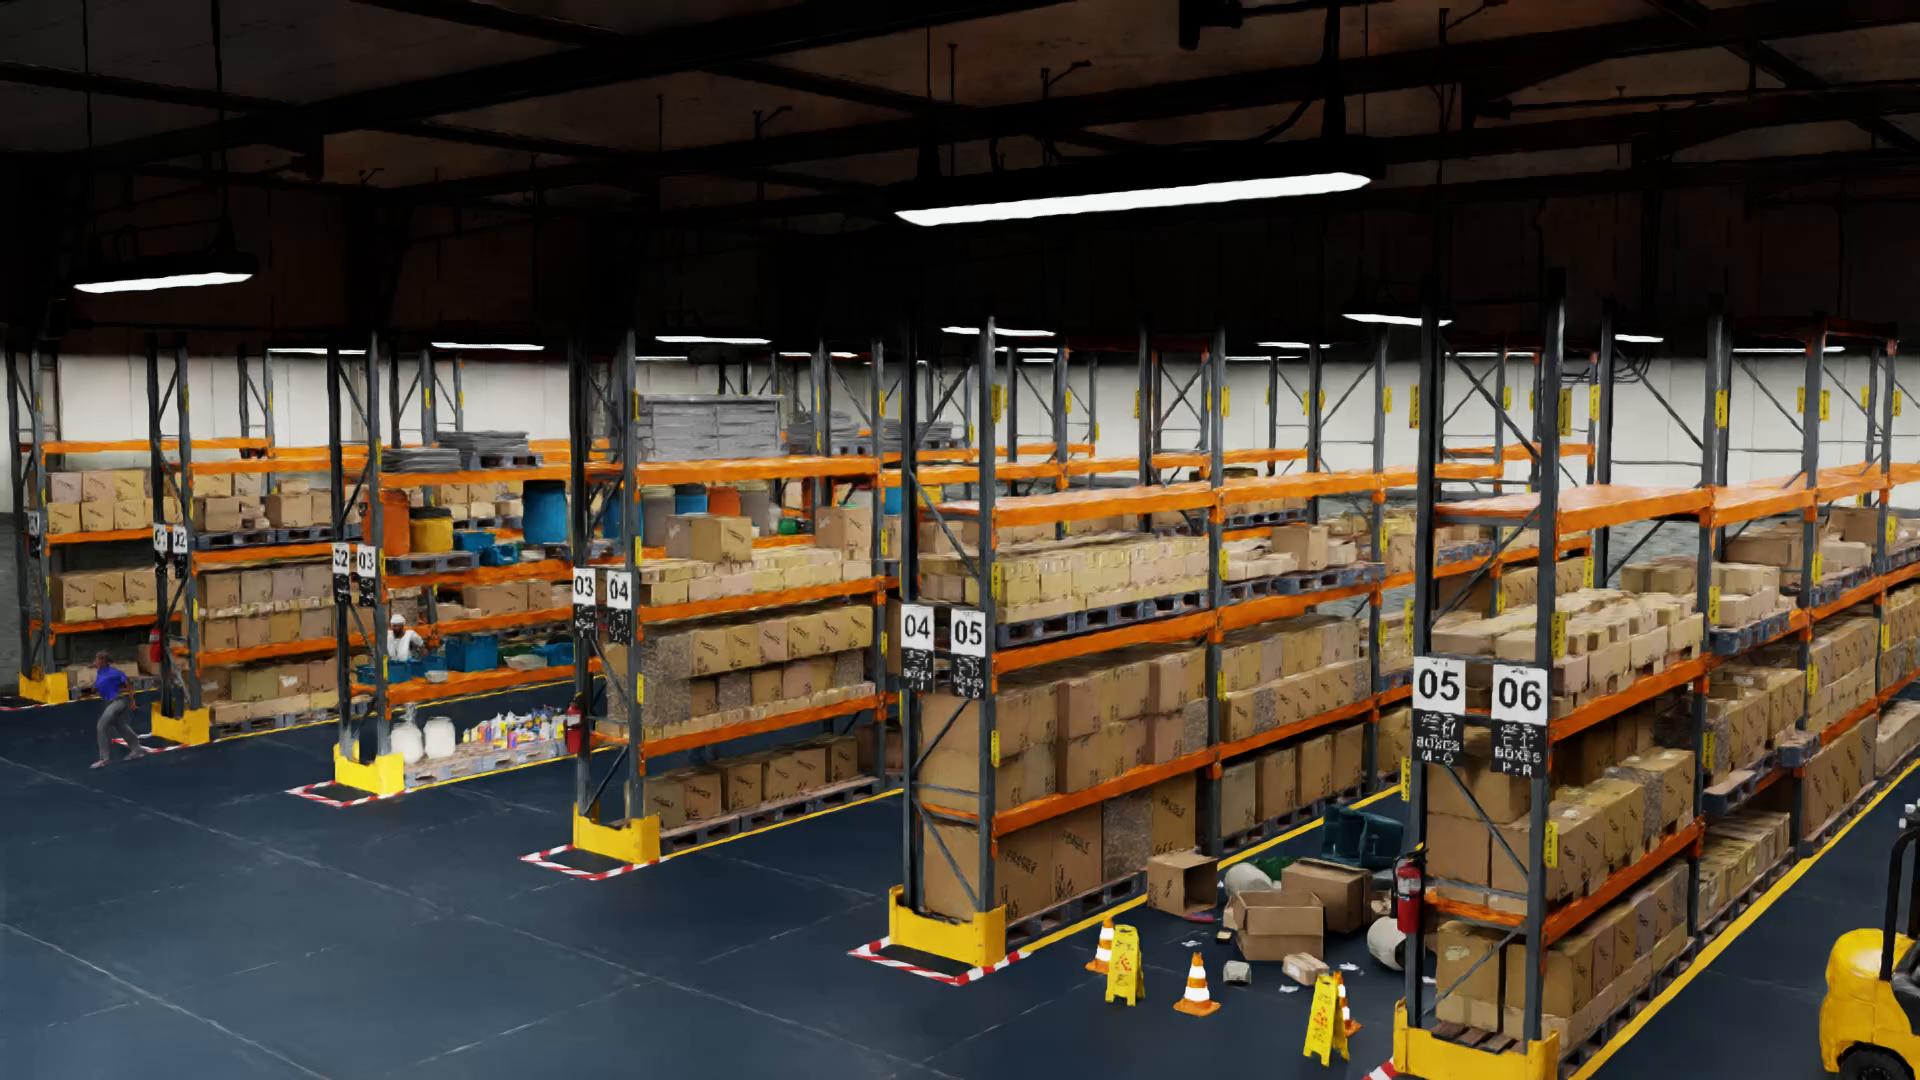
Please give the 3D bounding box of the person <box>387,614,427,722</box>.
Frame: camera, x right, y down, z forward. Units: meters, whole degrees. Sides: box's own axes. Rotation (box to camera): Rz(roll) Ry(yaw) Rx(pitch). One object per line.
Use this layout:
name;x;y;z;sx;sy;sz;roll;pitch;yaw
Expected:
person;-8.596;1.983;25.743;0.701;1.714;0.817;2;5;20

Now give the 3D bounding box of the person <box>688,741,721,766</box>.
person;-3.292;2.392;21.440;0.719;1.715;0.578;4;7;39

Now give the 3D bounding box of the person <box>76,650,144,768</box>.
person;-11.742;2.303;23.036;0.603;1.590;0.831;5;7;44
